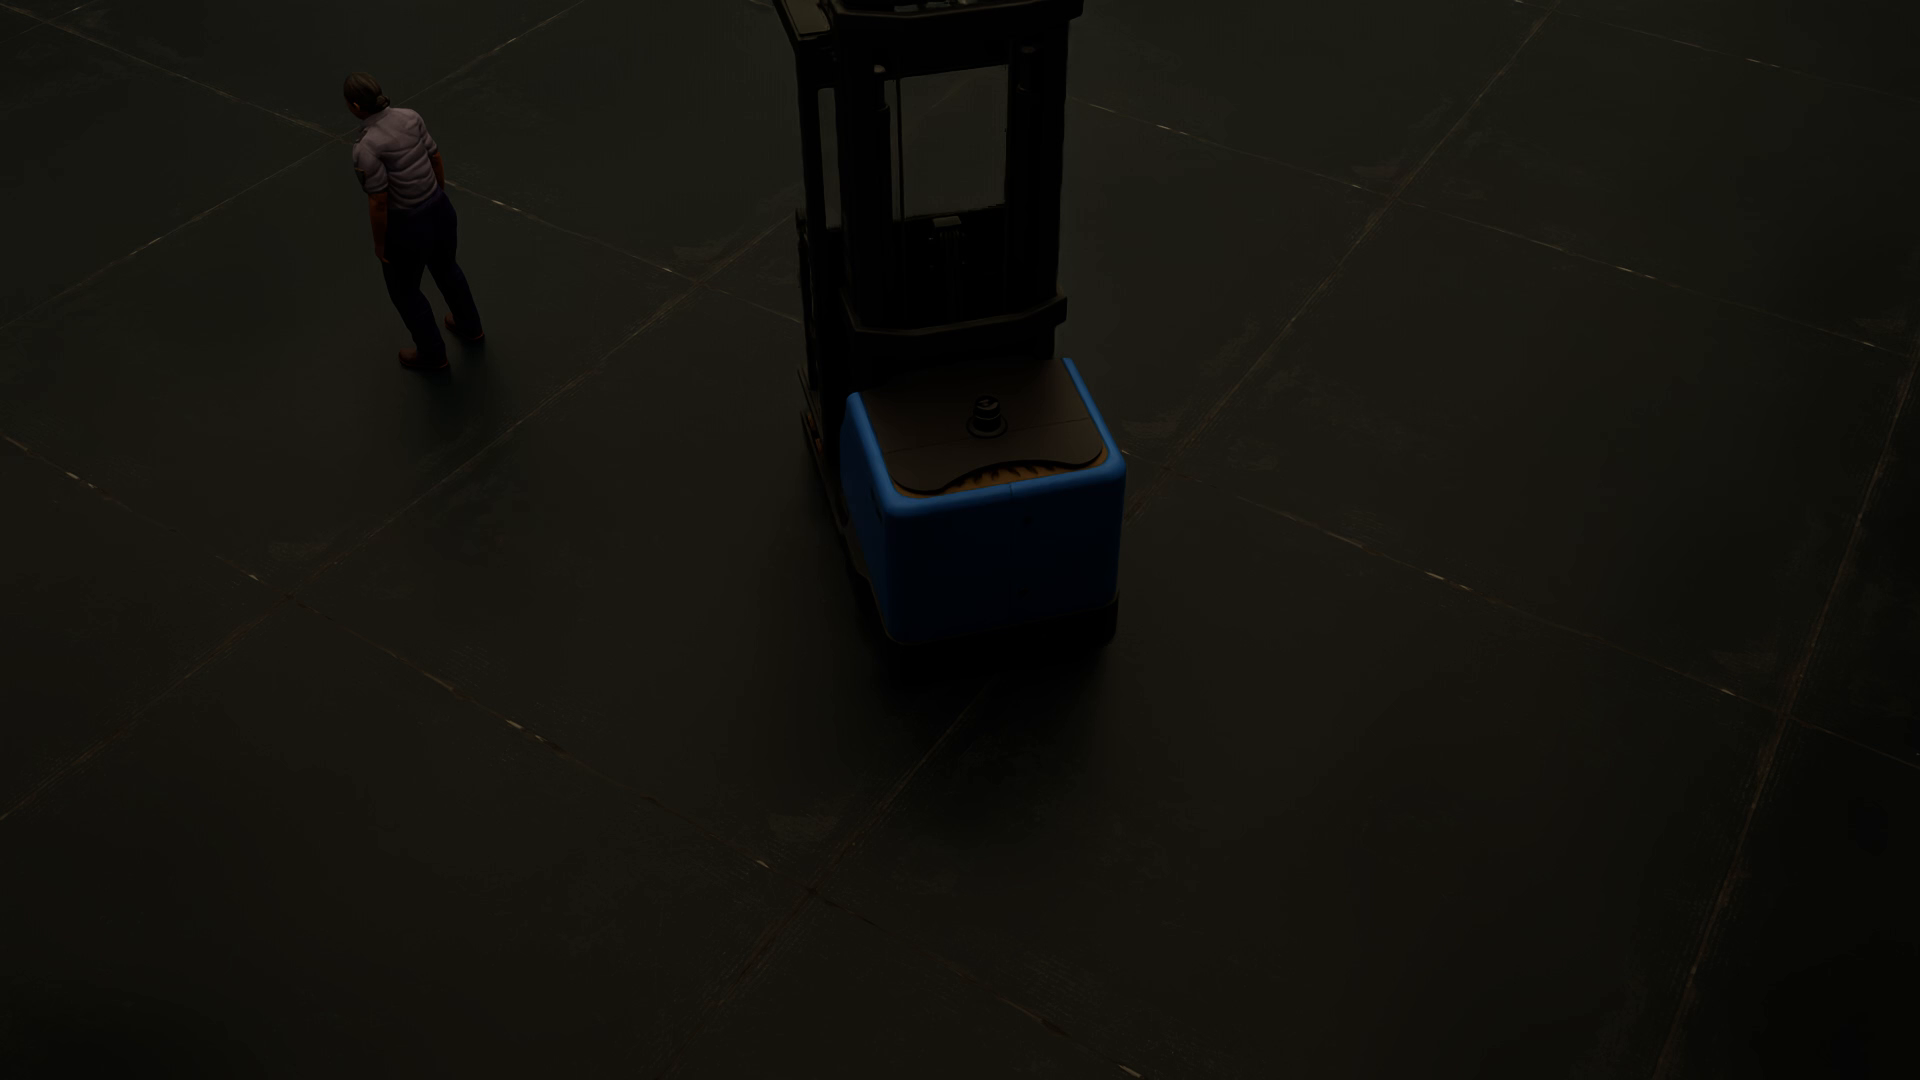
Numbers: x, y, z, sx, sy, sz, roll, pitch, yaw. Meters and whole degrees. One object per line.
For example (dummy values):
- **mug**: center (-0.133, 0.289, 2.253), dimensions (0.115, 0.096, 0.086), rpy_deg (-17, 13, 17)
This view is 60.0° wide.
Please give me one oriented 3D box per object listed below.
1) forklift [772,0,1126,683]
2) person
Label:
- **forklift**: center (-0.180, -1.475, 7.404), dimensions (1.130, 2.935, 3.031), rpy_deg (-10, 44, -11)
- **person**: center (-2.799, -1.629, 8.499), dimensions (0.373, 1.650, 0.549), rpy_deg (19, 47, 19)
